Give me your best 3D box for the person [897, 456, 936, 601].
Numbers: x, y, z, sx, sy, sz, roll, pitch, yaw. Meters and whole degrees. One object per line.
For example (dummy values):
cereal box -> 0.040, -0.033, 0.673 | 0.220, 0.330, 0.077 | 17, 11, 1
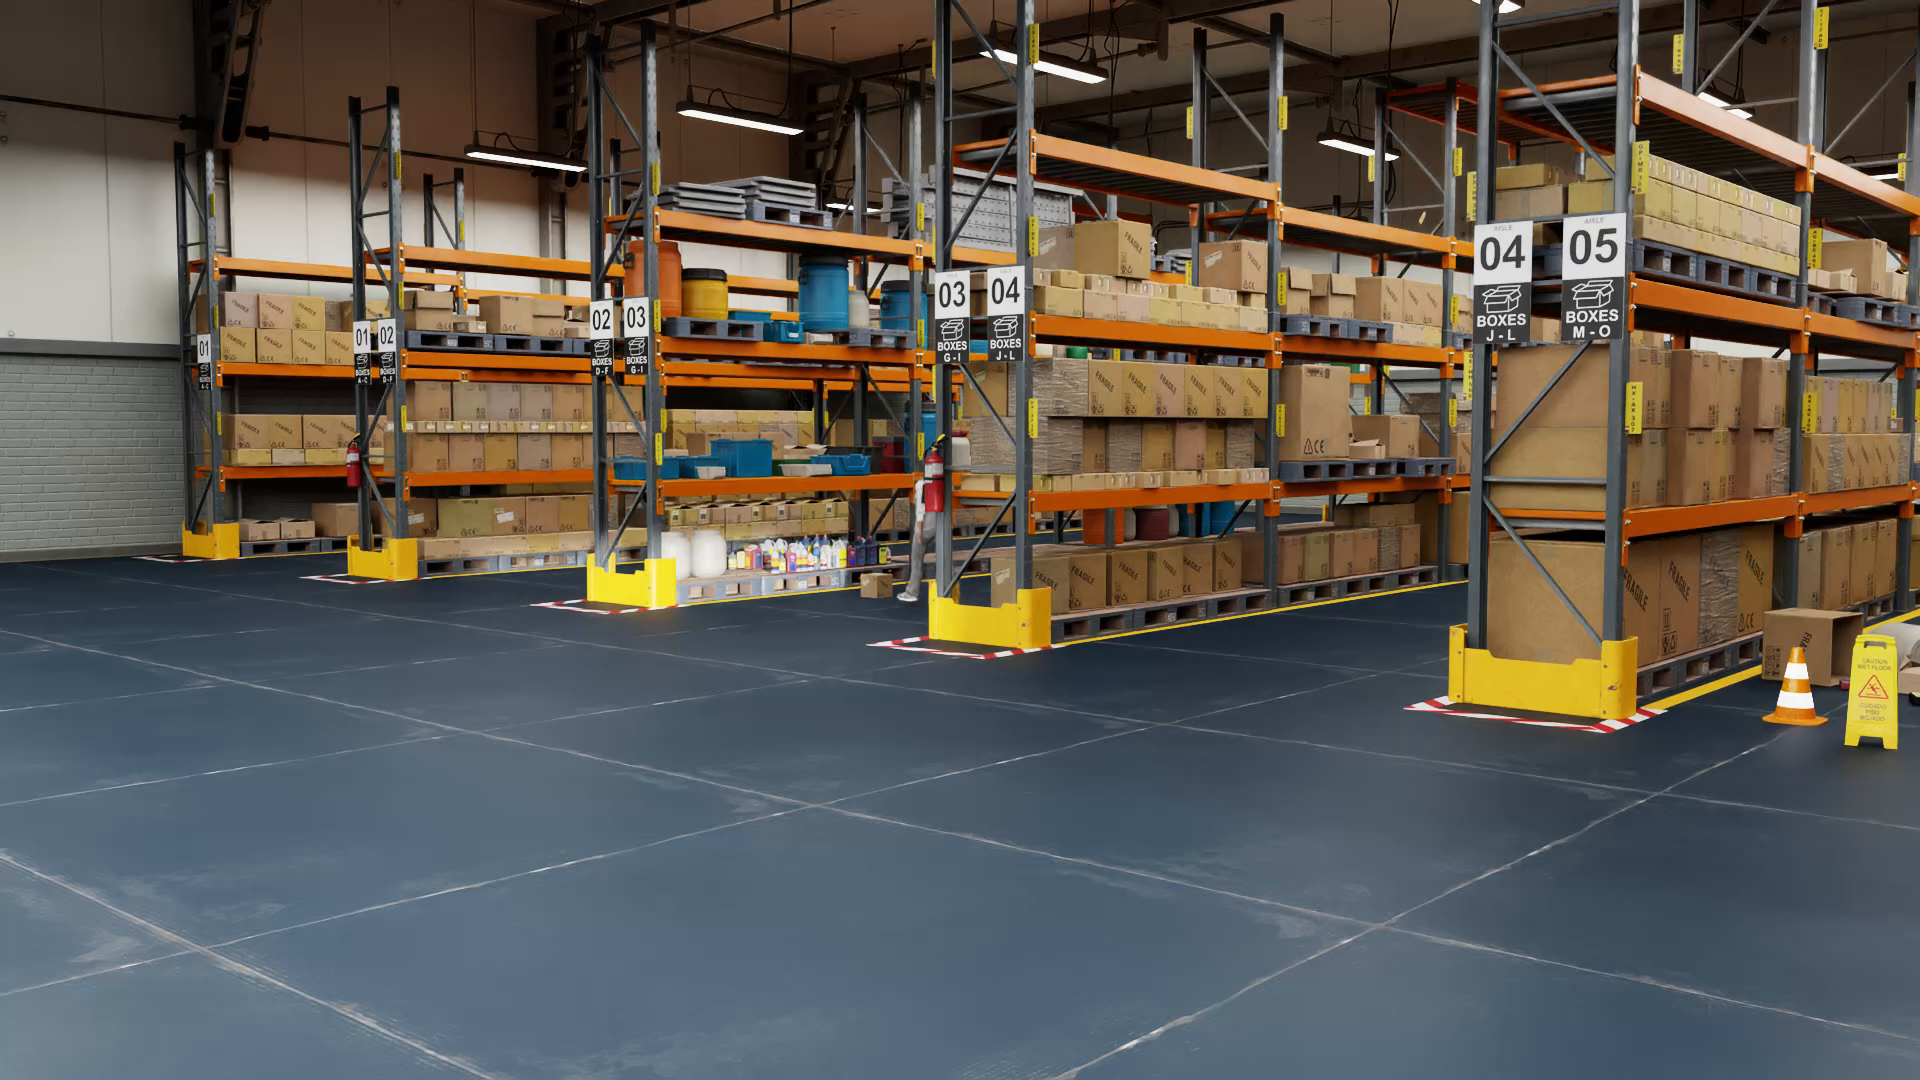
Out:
person -> -0.313, -0.103, 17.228 | 0.443, 1.530, 0.950 | -2, 4, -28
